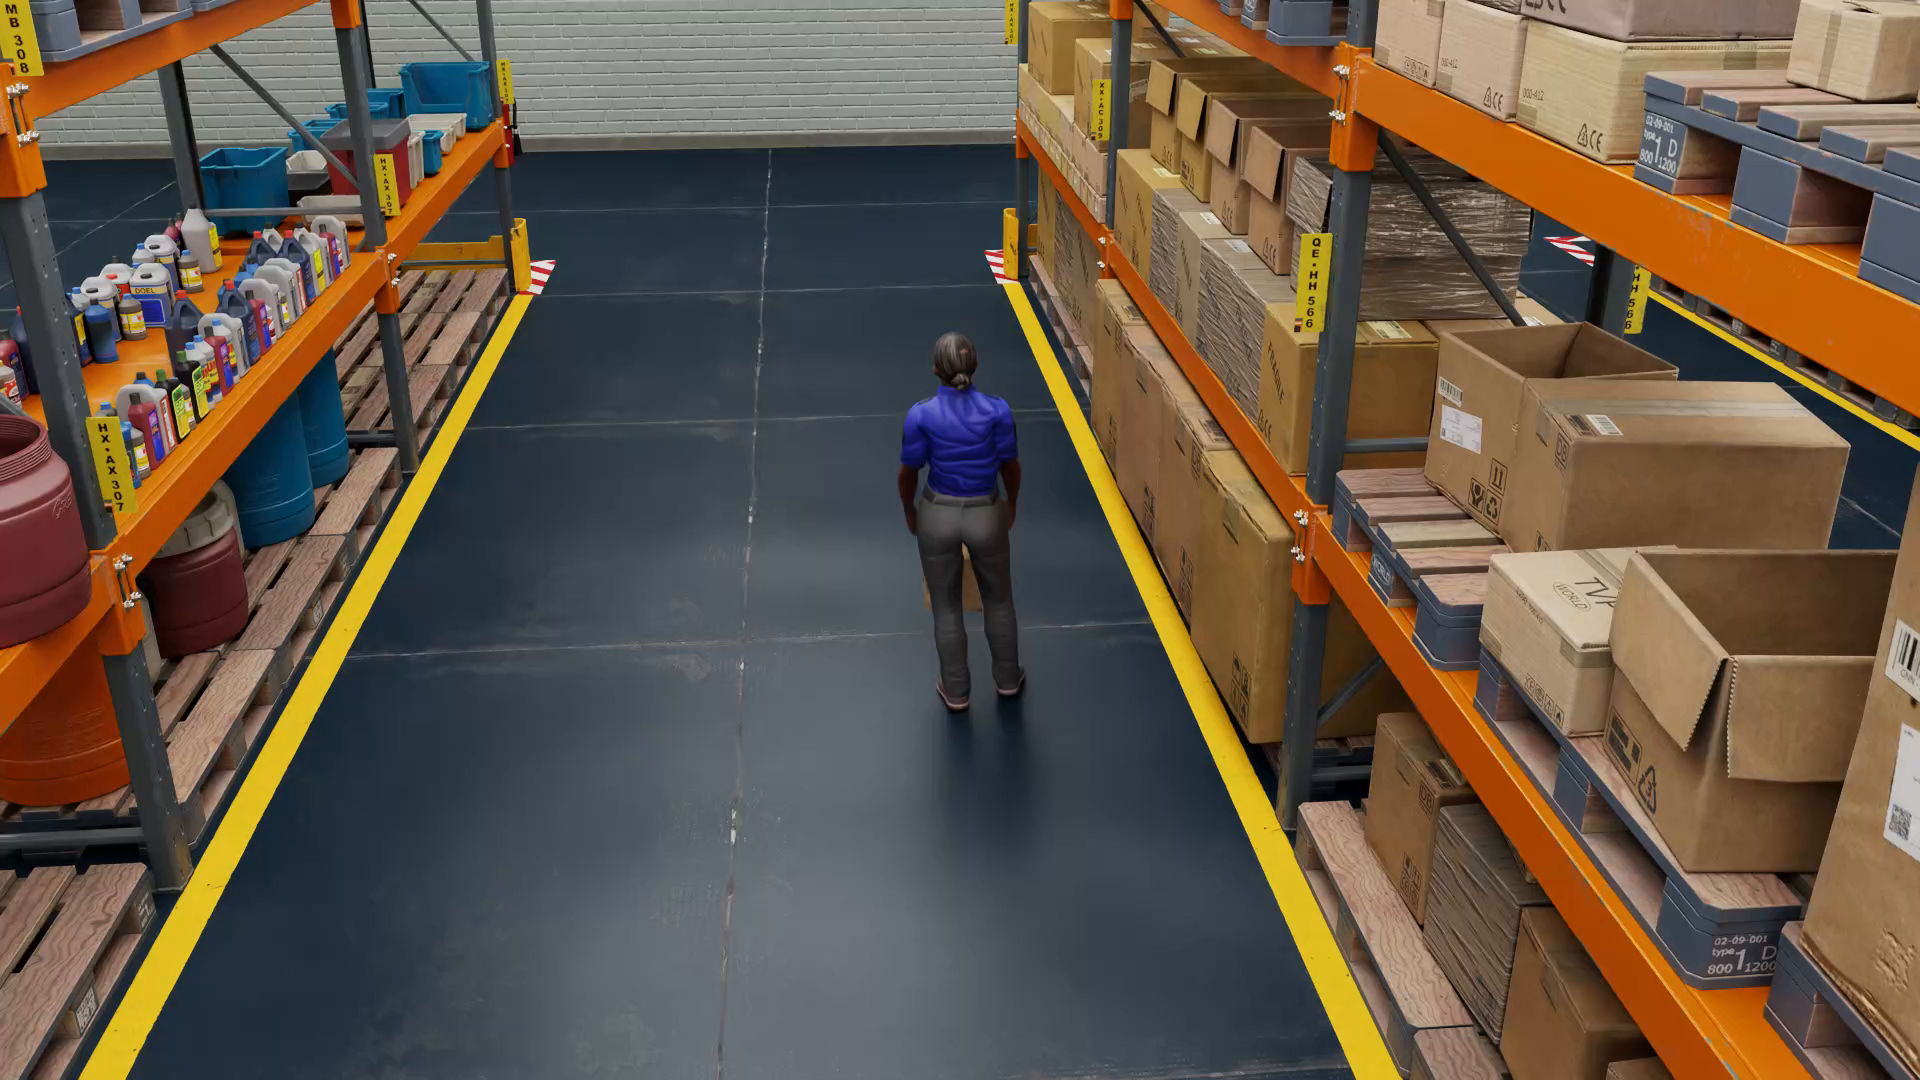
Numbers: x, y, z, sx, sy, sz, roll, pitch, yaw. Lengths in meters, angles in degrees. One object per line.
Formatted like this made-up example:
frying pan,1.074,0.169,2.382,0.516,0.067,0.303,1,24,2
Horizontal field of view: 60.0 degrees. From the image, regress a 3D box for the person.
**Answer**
person,0.020,-0.090,6.793,0.547,1.654,0.502,-1,24,-3
